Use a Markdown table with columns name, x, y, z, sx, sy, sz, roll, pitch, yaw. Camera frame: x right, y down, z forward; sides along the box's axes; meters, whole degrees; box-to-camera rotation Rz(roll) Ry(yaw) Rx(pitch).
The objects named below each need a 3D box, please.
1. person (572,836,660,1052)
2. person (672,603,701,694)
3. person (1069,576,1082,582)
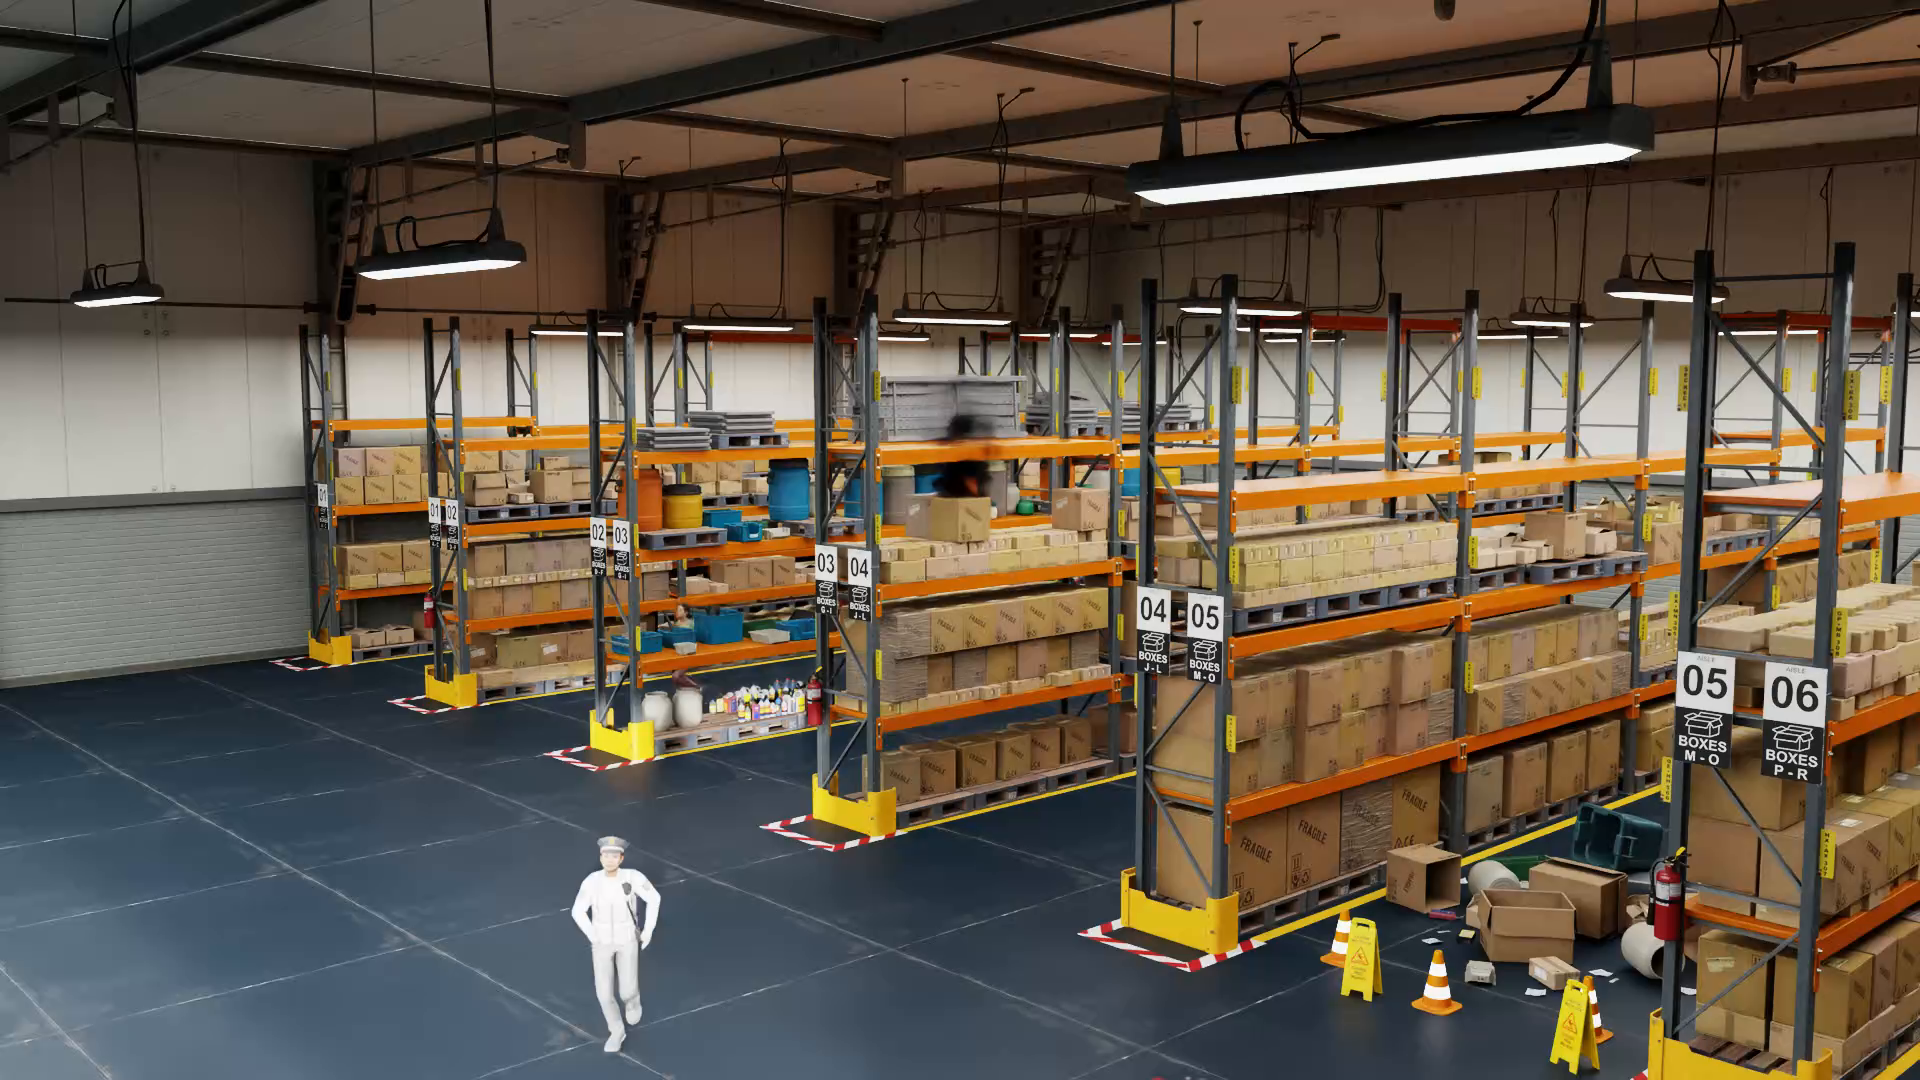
| name | x | y | z | sx | sy | sz | roll | pitch | yaw |
| --- | --- | --- | --- | --- | --- | --- | --- | --- | --- |
| person | -2.627 | 3.067 | 12.678 | 0.658 | 1.666 | 0.562 | 0 | 6 | -4 |
| person | -4.250 | 1.774 | 25.501 | 0.556 | 1.626 | 0.520 | 6 | 8 | 44 |
| person | 2.343 | 0.974 | 32.666 | 0.702 | 1.765 | 0.971 | 4 | 7 | 32 |
